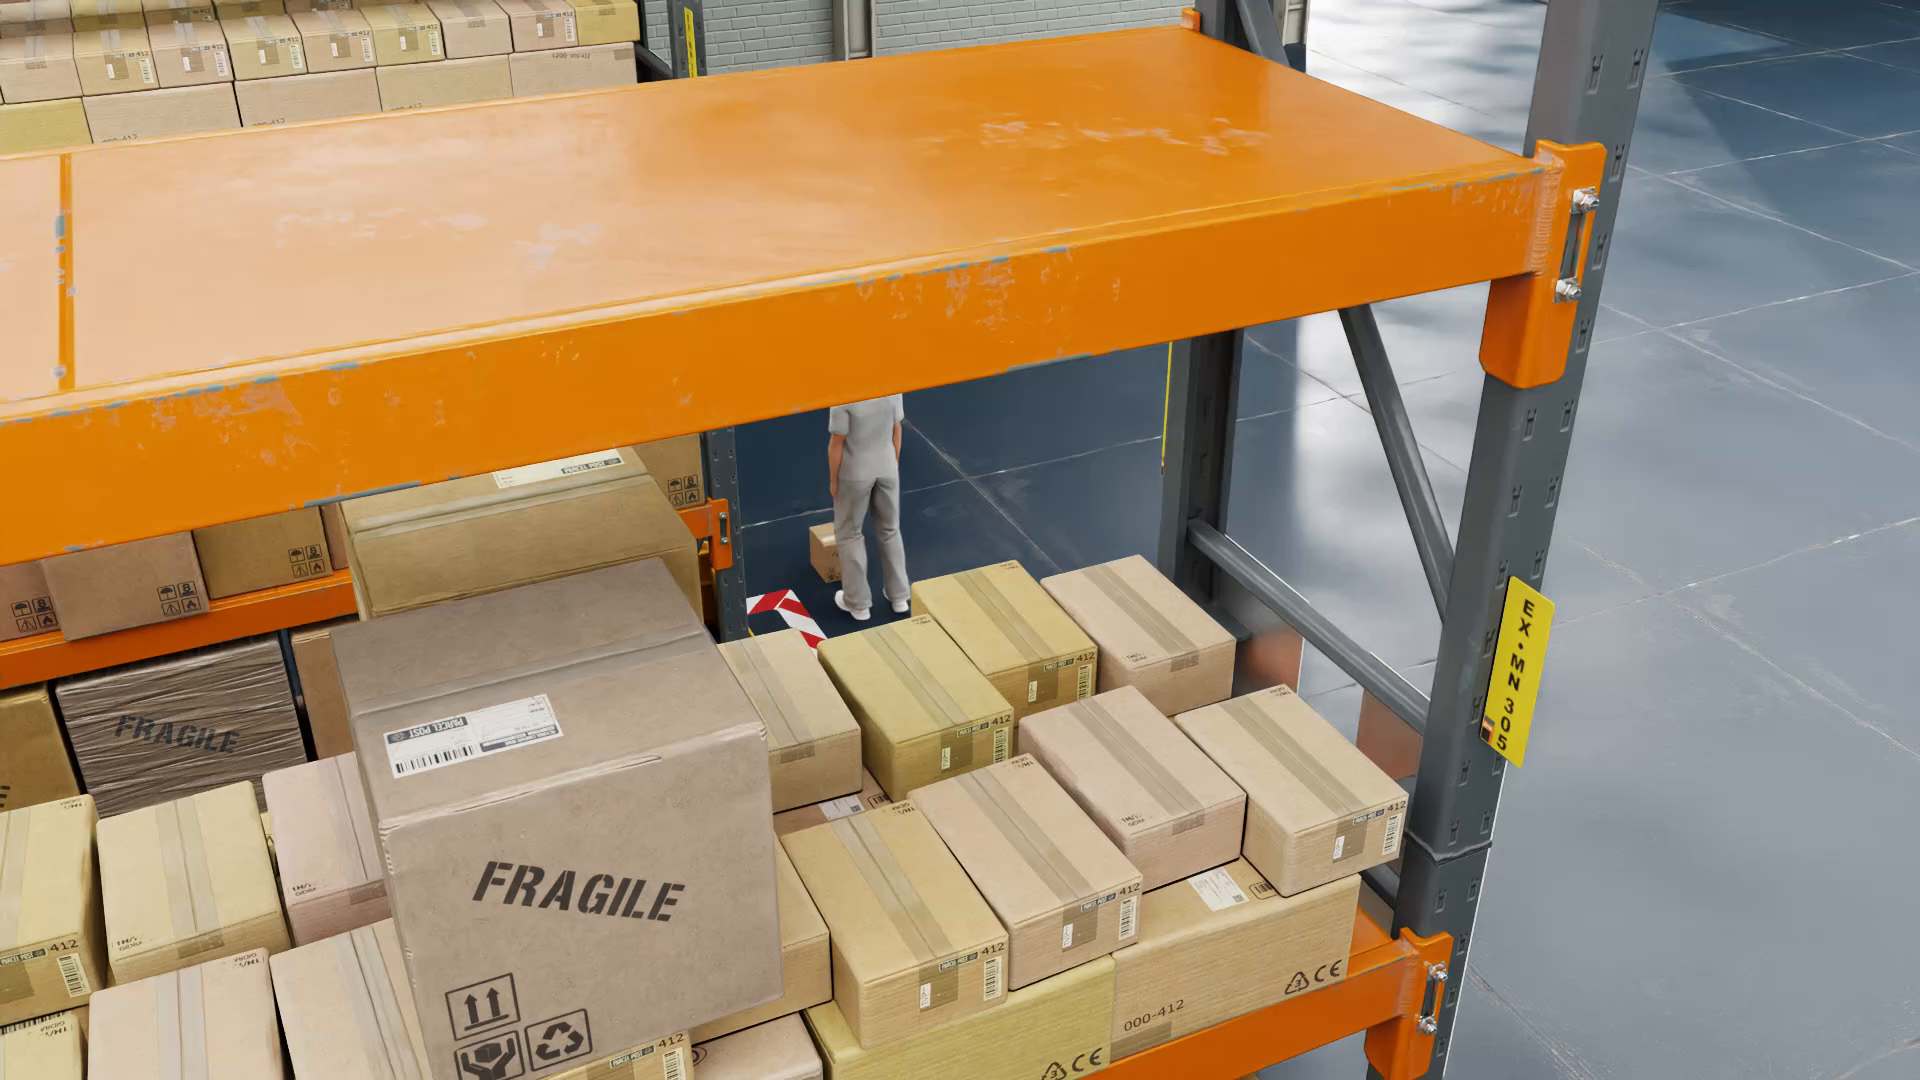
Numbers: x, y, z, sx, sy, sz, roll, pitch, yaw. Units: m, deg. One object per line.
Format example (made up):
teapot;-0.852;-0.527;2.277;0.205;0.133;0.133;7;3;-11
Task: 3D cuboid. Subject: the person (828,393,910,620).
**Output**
person;-0.510;-0.336;9.061;0.437;1.677;0.363;-15;33;-25
